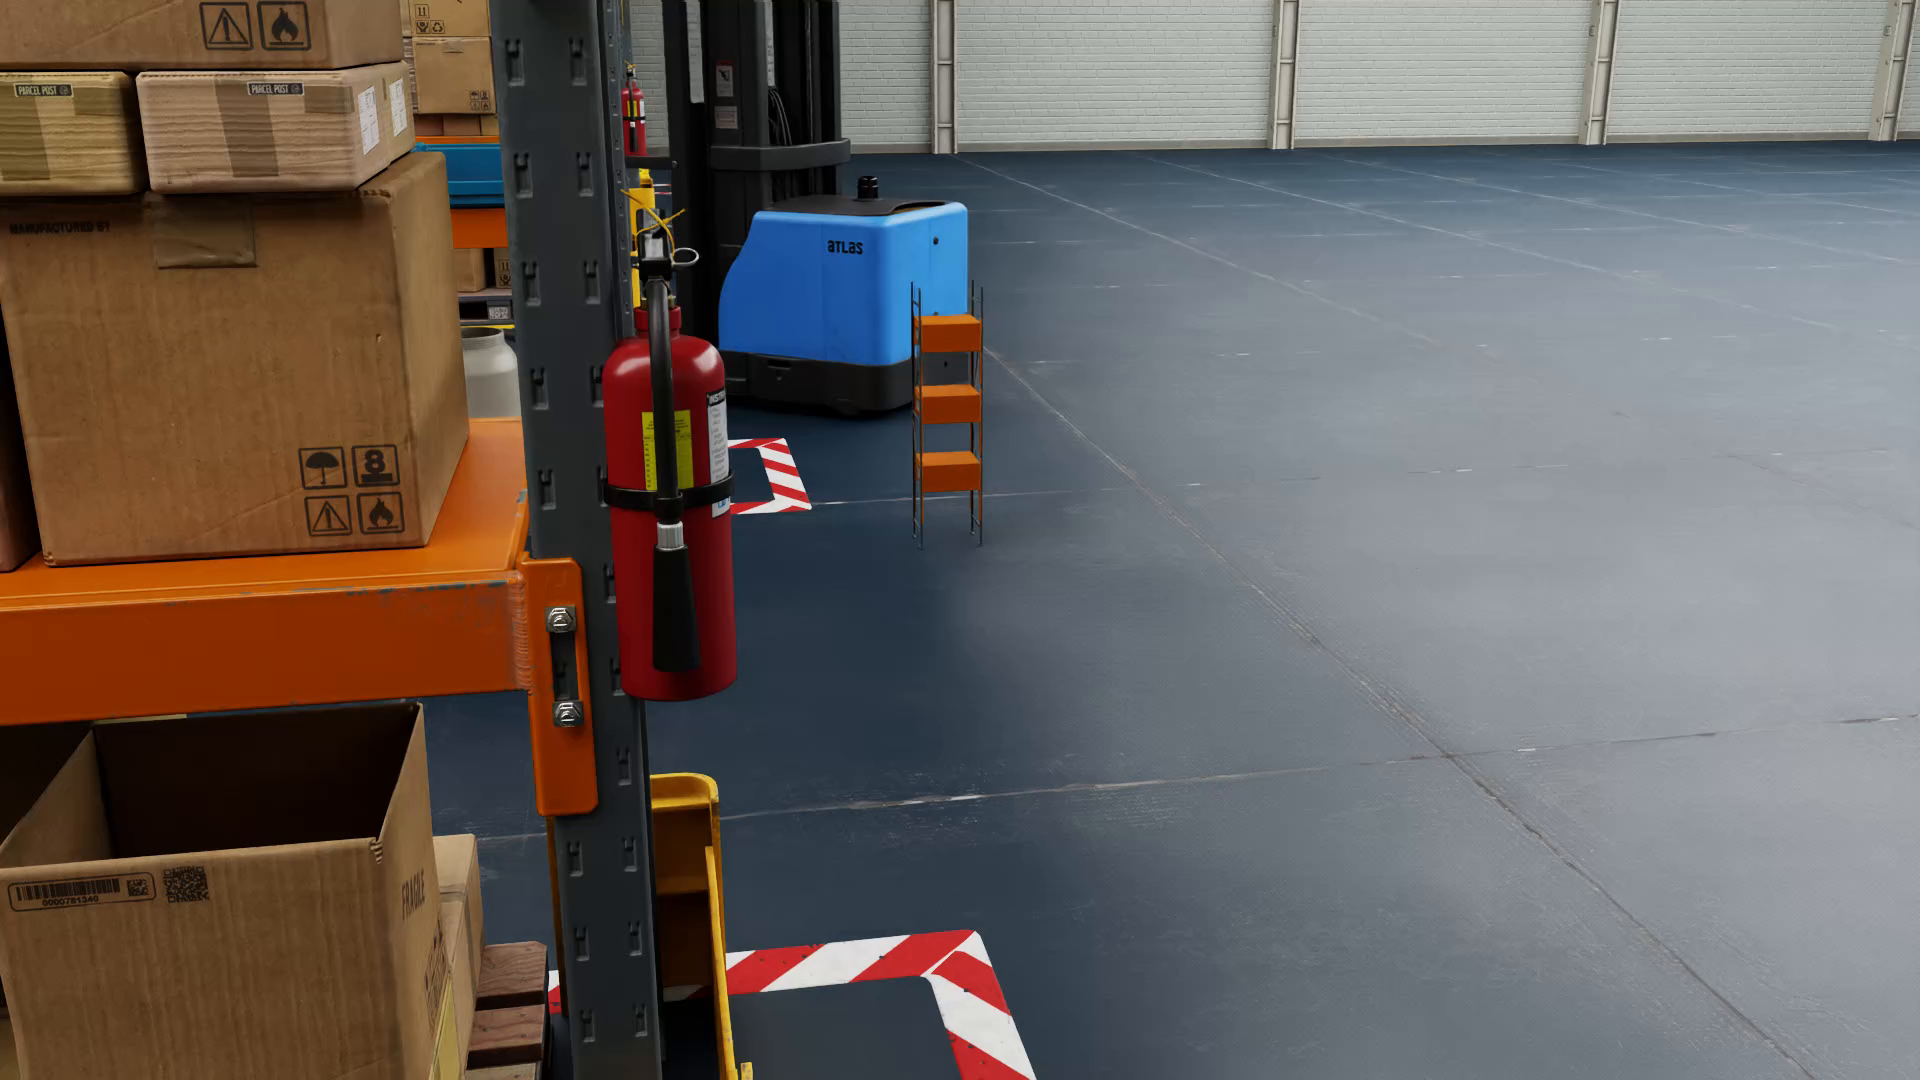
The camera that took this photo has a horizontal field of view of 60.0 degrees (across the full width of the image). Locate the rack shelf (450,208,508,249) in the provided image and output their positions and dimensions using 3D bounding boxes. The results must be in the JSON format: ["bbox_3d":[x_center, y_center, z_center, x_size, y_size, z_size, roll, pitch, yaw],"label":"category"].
[{"bbox_3d":[-3.502,-1.261,7.034,4.000,0.370,1.077,-3,17,-10],"label":"rack shelf"}]

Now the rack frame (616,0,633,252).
[{"bbox_3d":[-2.477,-3.144,11.940,0.127,3.000,1.000,-3,17,-10],"label":"rack frame"}]

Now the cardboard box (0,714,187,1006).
[{"bbox_3d":[-1.661,0.461,2.893,0.500,0.500,0.500,-3,17,-10],"label":"cardboard box"}]

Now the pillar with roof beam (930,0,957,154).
[{"bbox_3d":[0.550,-9.614,22.786,0.400,9.000,9.100,-3,17,-10],"label":"pillar with roof beam"}]

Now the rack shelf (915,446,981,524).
[{"bbox_3d":[-0.053,-0.223,6.733,0.240,0.259,0.215,-3,17,-10],"label":"rack shelf"}]

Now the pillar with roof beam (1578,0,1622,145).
[{"bbox_3d":[12.332,-10.282,24.962,0.400,9.000,9.100,-3,17,-10],"label":"pillar with roof beam"}]

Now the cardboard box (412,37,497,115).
[{"bbox_3d":[-3.491,-3.249,11.605,0.500,0.500,0.875,-3,17,-10],"label":"cardboard box"}]

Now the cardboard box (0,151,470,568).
[{"bbox_3d":[-1.063,-0.314,2.554,0.500,0.500,0.700,-3,17,-10],"label":"cardboard box"}]

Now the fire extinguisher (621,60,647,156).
[{"bbox_3d":[-2.278,-2.981,11.540,0.183,0.674,0.296,-3,17,-10],"label":"fire extinguisher"}]

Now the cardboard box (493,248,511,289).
[{"bbox_3d":[-3.094,-2.120,12.148,0.500,0.500,0.500,0,17,0],"label":"cardboard box"}]

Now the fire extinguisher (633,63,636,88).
[{"bbox_3d":[-4.158,-5.838,20.841,0.183,0.674,0.296,-3,17,-10],"label":"fire extinguisher"}]

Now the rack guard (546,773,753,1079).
[{"bbox_3d":[-0.578,0.905,3.013,0.348,0.500,1.175,-3,17,-10],"label":"rack guard"}]

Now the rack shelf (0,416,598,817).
[{"bbox_3d":[-2.566,0.167,2.385,4.000,0.370,1.077,-3,17,-10],"label":"rack shelf"}]

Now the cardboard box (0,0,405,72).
[{"bbox_3d":[-1.115,-0.931,2.354,0.500,0.500,0.700,-3,17,-10],"label":"cardboard box"}]

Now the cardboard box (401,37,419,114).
[{"bbox_3d":[-3.990,-3.234,11.554,0.500,0.500,0.875,-3,17,-10],"label":"cardboard box"}]

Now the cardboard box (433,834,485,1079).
[{"bbox_3d":[-1.171,0.791,3.095,0.500,0.250,0.500,-3,17,-10],"label":"cardboard box"}]

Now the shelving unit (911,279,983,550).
[{"bbox_3d":[-0.053,-0.499,6.648,0.252,1.050,0.215,-3,17,-10],"label":"shelving unit"}]

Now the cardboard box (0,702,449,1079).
[{"bbox_3d":[-1.072,0.582,2.497,0.500,0.500,0.500,-3,17,-10],"label":"cardboard box"}]

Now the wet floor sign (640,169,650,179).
[{"bbox_3d":[-3.968,-4.578,20.617,0.232,0.644,0.267,3,17,9],"label":"wet floor sign"}]

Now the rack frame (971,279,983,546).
[{"bbox_3d":[0.067,-0.506,6.670,0.008,1.050,0.200,-3,17,-10],"label":"rack frame"}]

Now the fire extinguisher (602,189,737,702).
[{"bbox_3d":[-0.398,-0.124,2.239,0.183,0.674,0.296,-3,17,-10],"label":"fire extinguisher"}]

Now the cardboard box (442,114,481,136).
[{"bbox_3d":[-3.448,-2.897,11.562,0.250,0.149,0.380,-3,17,-10],"label":"cardboard box"}]

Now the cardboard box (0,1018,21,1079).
[{"bbox_3d":[-1.561,0.972,2.507,0.500,0.250,0.500,-3,17,-10],"label":"cardboard box"}]

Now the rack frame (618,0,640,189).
[{"bbox_3d":[-3.319,-4.580,16.614,0.127,3.000,1.000,-3,17,-10],"label":"rack frame"}]

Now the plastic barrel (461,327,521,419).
[{"bbox_3d":[-2.170,-0.669,7.404,0.421,0.512,0.421,0,17,0],"label":"plastic barrel"}]

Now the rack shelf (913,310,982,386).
[{"bbox_3d":[-0.053,-0.760,6.568,0.240,0.259,0.215,-3,17,-10],"label":"rack shelf"}]

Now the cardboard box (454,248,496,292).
[{"bbox_3d":[-3.674,-2.077,12.007,0.500,0.500,0.500,1,17,4],"label":"cardboard box"}]

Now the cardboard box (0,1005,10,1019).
[{"bbox_3d":[-1.661,0.820,3.001,0.500,0.250,0.500,-3,17,-10],"label":"cardboard box"}]

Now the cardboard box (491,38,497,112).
[{"bbox_3d":[-3.023,-3.312,11.808,0.500,0.500,0.875,-3,17,-10],"label":"cardboard box"}]

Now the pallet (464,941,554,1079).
[{"bbox_3d":[-1.345,1.099,2.873,1.213,0.211,1.003,-3,17,-10],"label":"pallet"}]

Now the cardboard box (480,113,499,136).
[{"bbox_3d":[-3.199,-2.906,11.593,0.250,0.149,0.380,-3,17,-10],"label":"cardboard box"}]

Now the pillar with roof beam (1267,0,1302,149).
[{"bbox_3d":[6.441,-9.948,23.874,0.400,9.000,9.100,-3,17,-10],"label":"pillar with roof beam"}]

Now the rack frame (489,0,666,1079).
[{"bbox_3d":[-0.602,-0.288,2.642,0.127,3.000,1.000,-3,17,-10],"label":"rack frame"}]

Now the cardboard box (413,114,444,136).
[{"bbox_3d":[-3.701,-2.895,11.556,0.250,0.149,0.380,-3,17,-10],"label":"cardboard box"}]

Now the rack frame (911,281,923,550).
[{"bbox_3d":[-0.172,-0.492,6.626,0.008,1.050,0.200,-3,17,-10],"label":"rack frame"}]

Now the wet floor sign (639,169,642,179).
[{"bbox_3d":[-3.666,-4.027,18.823,0.232,0.644,0.267,-6,18,-20],"label":"wet floor sign"}]

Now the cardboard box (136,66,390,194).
[{"bbox_3d":[-0.941,-0.570,2.284,0.250,0.149,0.380,-4,17,-11],"label":"cardboard box"}]

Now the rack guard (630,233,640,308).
[{"bbox_3d":[-2.552,-1.945,12.293,0.348,0.500,1.175,-3,17,-10],"label":"rack guard"}]

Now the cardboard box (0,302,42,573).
[{"bbox_3d":[-1.577,-0.283,2.455,0.500,0.500,0.700,-3,17,-9],"label":"cardboard box"}]

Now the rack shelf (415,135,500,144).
[{"bbox_3d":[-4.441,-2.689,11.683,4.000,0.370,1.077,-3,17,-10],"label":"rack shelf"}]

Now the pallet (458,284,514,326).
[{"bbox_3d":[-3.356,-1.772,12.222,1.213,0.211,1.003,-3,17,-10],"label":"pallet"}]

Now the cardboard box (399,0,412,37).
[{"bbox_3d":[-3.952,-3.654,11.219,0.500,0.500,0.500,-3,17,-10],"label":"cardboard box"}]

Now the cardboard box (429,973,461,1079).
[{"bbox_3d":[-1.072,0.940,2.609,0.500,0.250,0.500,-3,17,-10],"label":"cardboard box"}]

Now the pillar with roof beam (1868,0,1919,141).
[{"bbox_3d":[18.224,-10.616,26.050,0.400,9.000,9.100,-3,17,-10],"label":"pillar with roof beam"}]

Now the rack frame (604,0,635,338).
[{"bbox_3d":[-1.538,-1.716,7.291,0.127,3.000,1.000,-3,17,-10],"label":"rack frame"}]

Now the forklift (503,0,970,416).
[{"bbox_3d":[-1.490,-2.349,9.467,3.031,2.935,1.130,9,19,26],"label":"forklift"}]

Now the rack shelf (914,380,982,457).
[{"bbox_3d":[-0.053,-0.489,6.651,0.240,0.259,0.215,-3,17,-10],"label":"rack shelf"}]

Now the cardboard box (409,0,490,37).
[{"bbox_3d":[-3.460,-3.681,11.307,0.500,0.500,0.500,-3,17,-10],"label":"cardboard box"}]

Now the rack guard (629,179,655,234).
[{"bbox_3d":[-3.296,-3.386,16.985,0.348,0.500,1.175,-3,17,-10],"label":"rack guard"}]

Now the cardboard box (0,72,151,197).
[{"bbox_3d":[-1.198,-0.555,2.235,0.250,0.149,0.380,-3,17,-9],"label":"cardboard box"}]

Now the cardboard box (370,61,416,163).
[{"bbox_3d":[-1.028,-0.686,2.663,0.250,0.149,0.380,-3,17,-11],"label":"cardboard box"}]

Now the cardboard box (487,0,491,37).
[{"bbox_3d":[-2.971,-3.710,11.403,0.500,0.500,0.500,-3,17,-10],"label":"cardboard box"}]

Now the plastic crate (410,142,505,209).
[{"bbox_3d":[-1.973,-1.531,6.942,0.616,0.251,0.499,-3,17,-10],"label":"plastic crate"}]
